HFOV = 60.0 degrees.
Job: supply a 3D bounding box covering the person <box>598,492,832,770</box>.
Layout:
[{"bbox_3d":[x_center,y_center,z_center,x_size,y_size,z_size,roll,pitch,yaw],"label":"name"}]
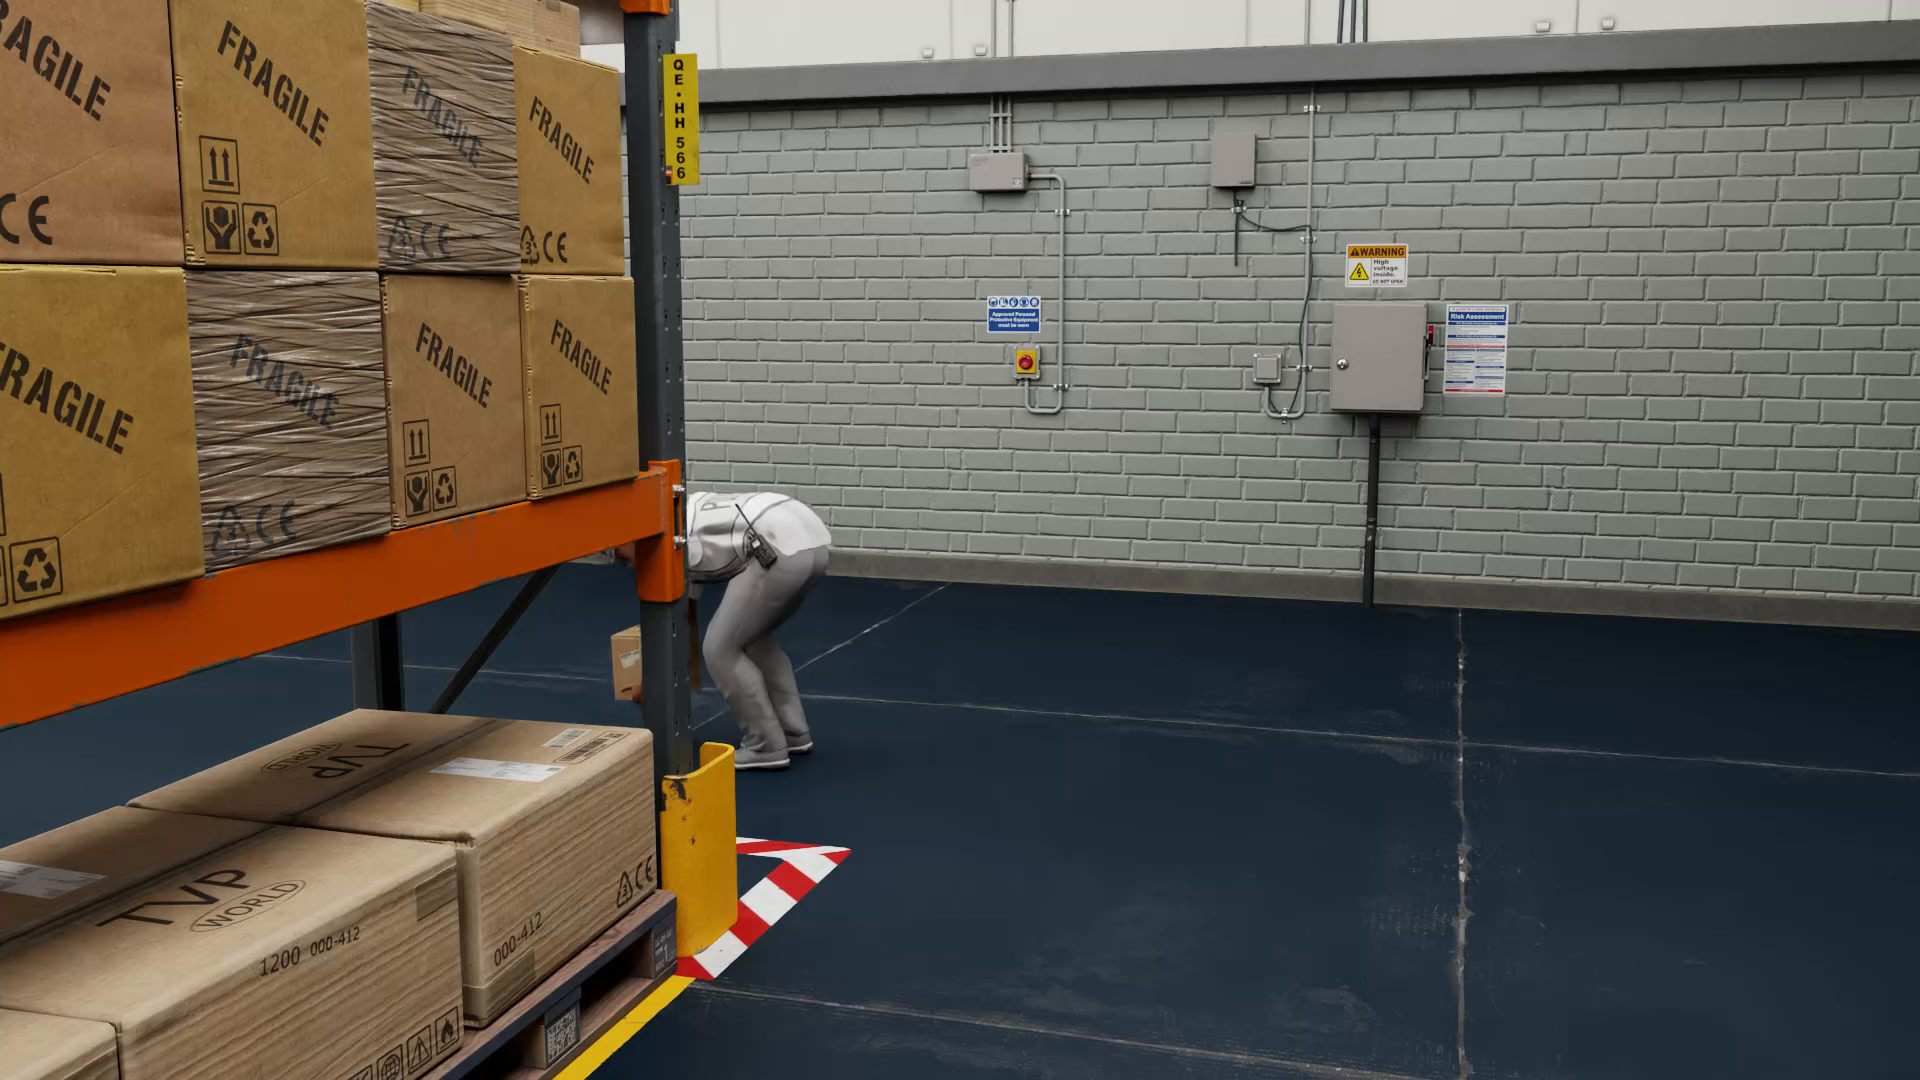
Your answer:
[{"bbox_3d":[-0.953,0.327,6.329,0.938,1.022,0.436,2,9,14],"label":"person"}]
